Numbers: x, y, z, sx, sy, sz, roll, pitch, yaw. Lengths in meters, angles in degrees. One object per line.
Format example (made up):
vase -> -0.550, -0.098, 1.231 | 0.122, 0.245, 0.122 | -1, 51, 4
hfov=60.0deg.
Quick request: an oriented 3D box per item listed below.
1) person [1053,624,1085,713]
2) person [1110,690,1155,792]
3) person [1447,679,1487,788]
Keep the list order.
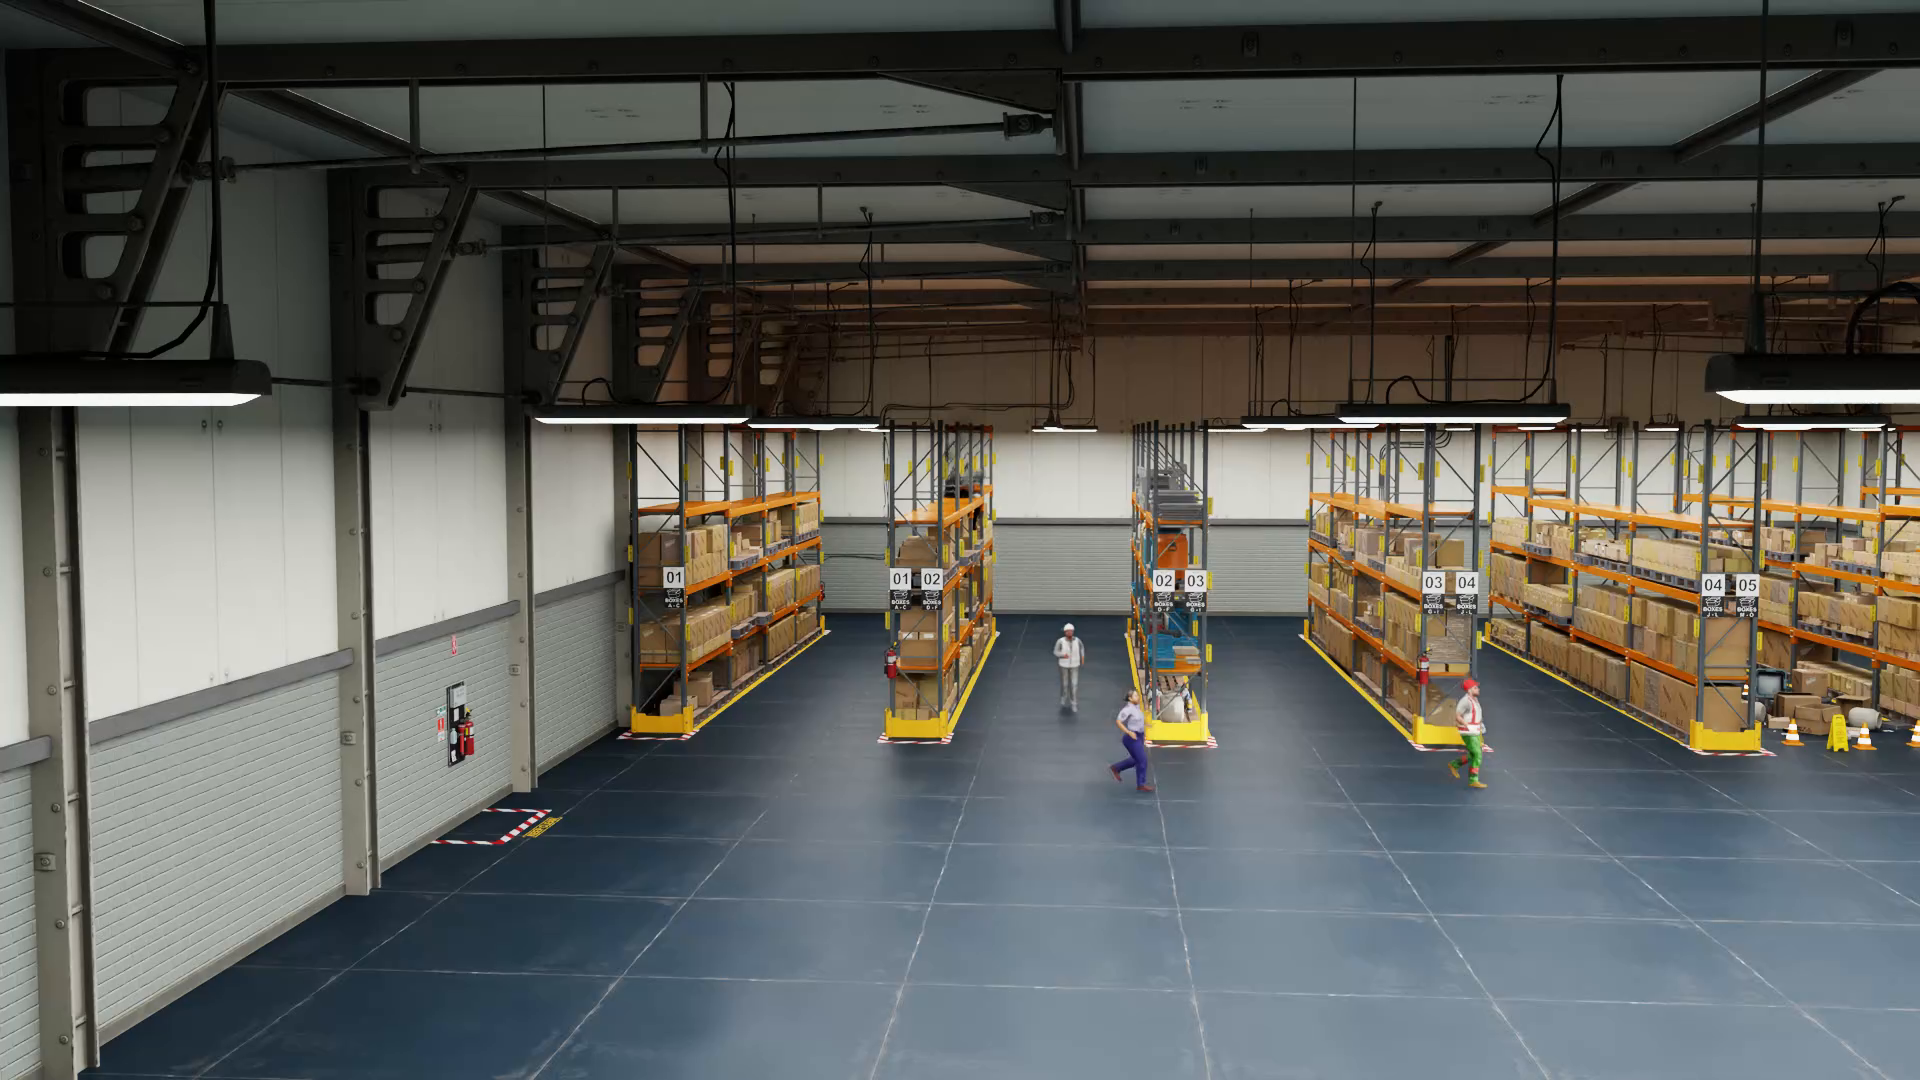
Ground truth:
person -> 2.271, 2.647, 34.604 | 0.674, 1.825, 0.816 | 0, 4, -4
person -> 2.768, 3.216, 26.821 | 0.813, 1.612, 0.620 | 2, 4, 25
person -> 8.235, 3.135, 27.028 | 0.682, 1.756, 0.669 | 3, 4, 35
